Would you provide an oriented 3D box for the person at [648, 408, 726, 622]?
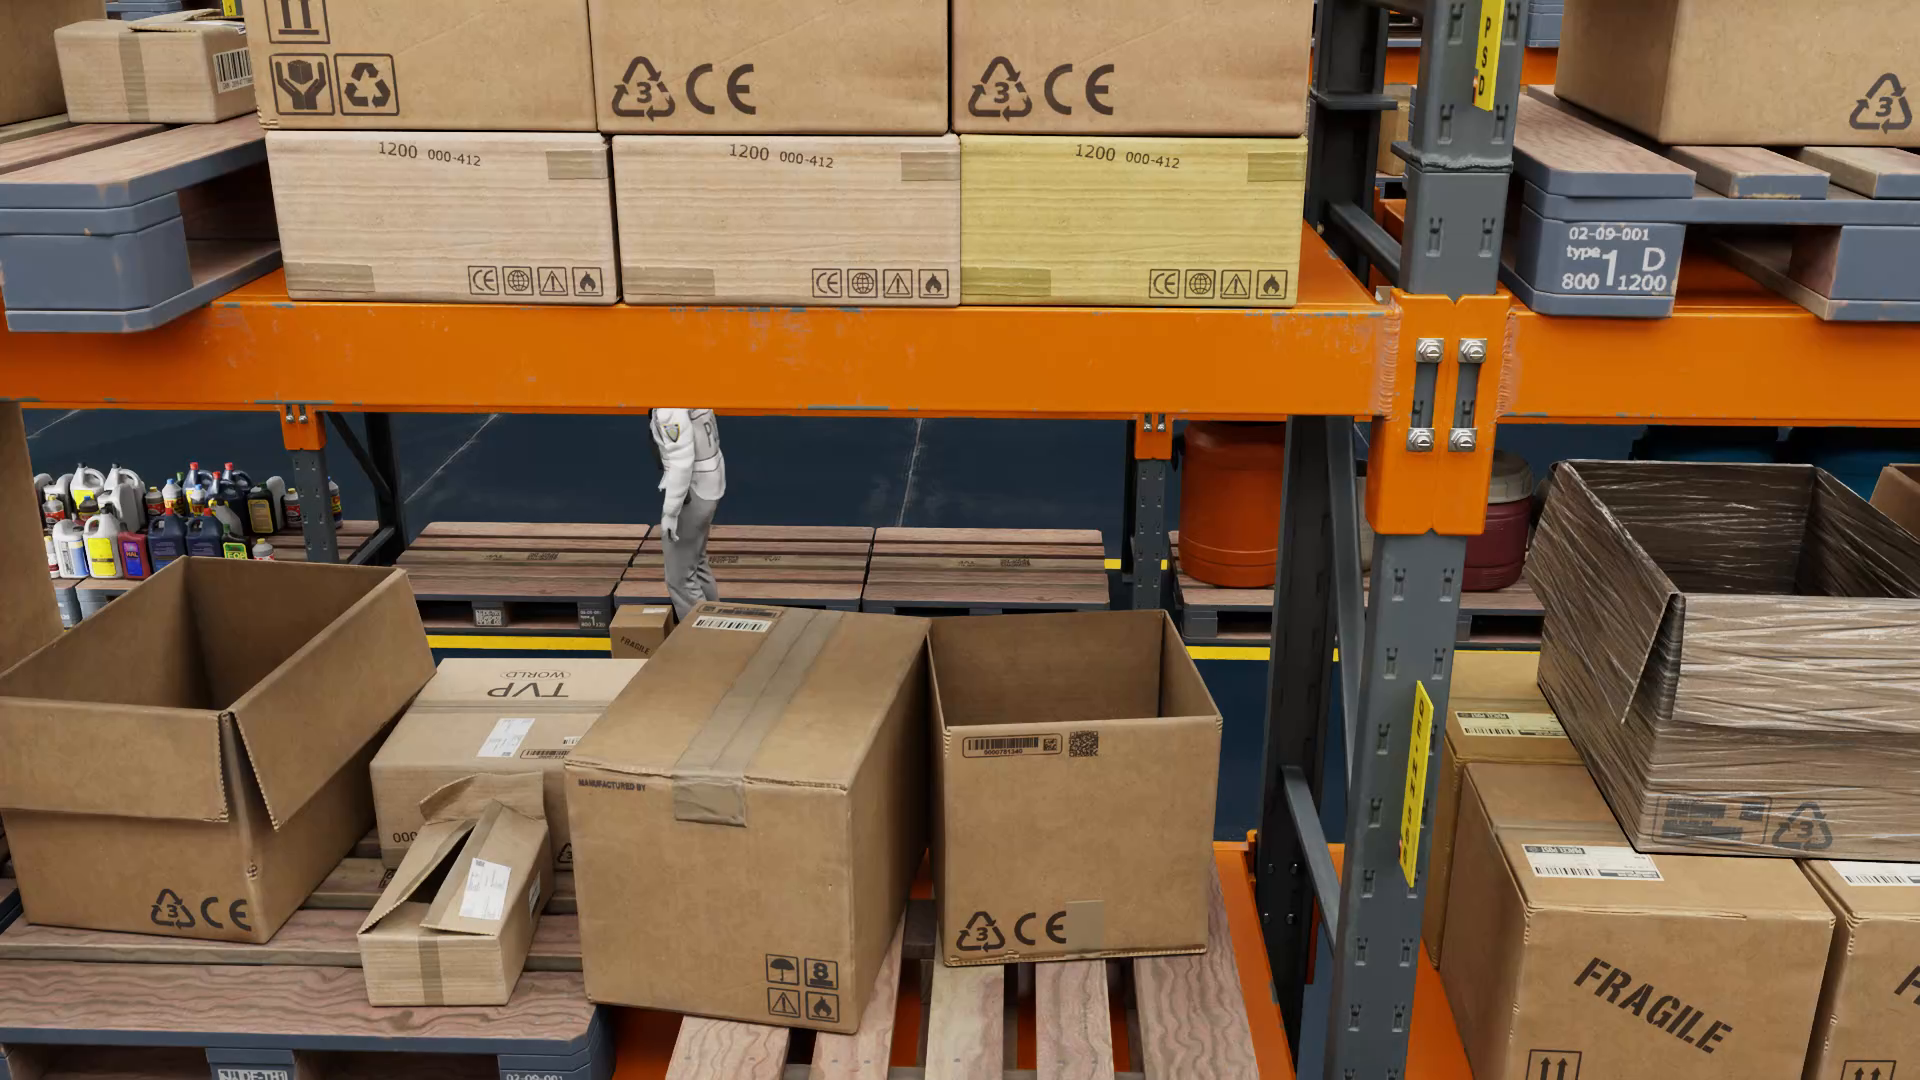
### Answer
[{"bbox_3d":[-1.258,-0.190,7.572,0.378,1.663,0.537,0,21,1],"label":"person"}]
